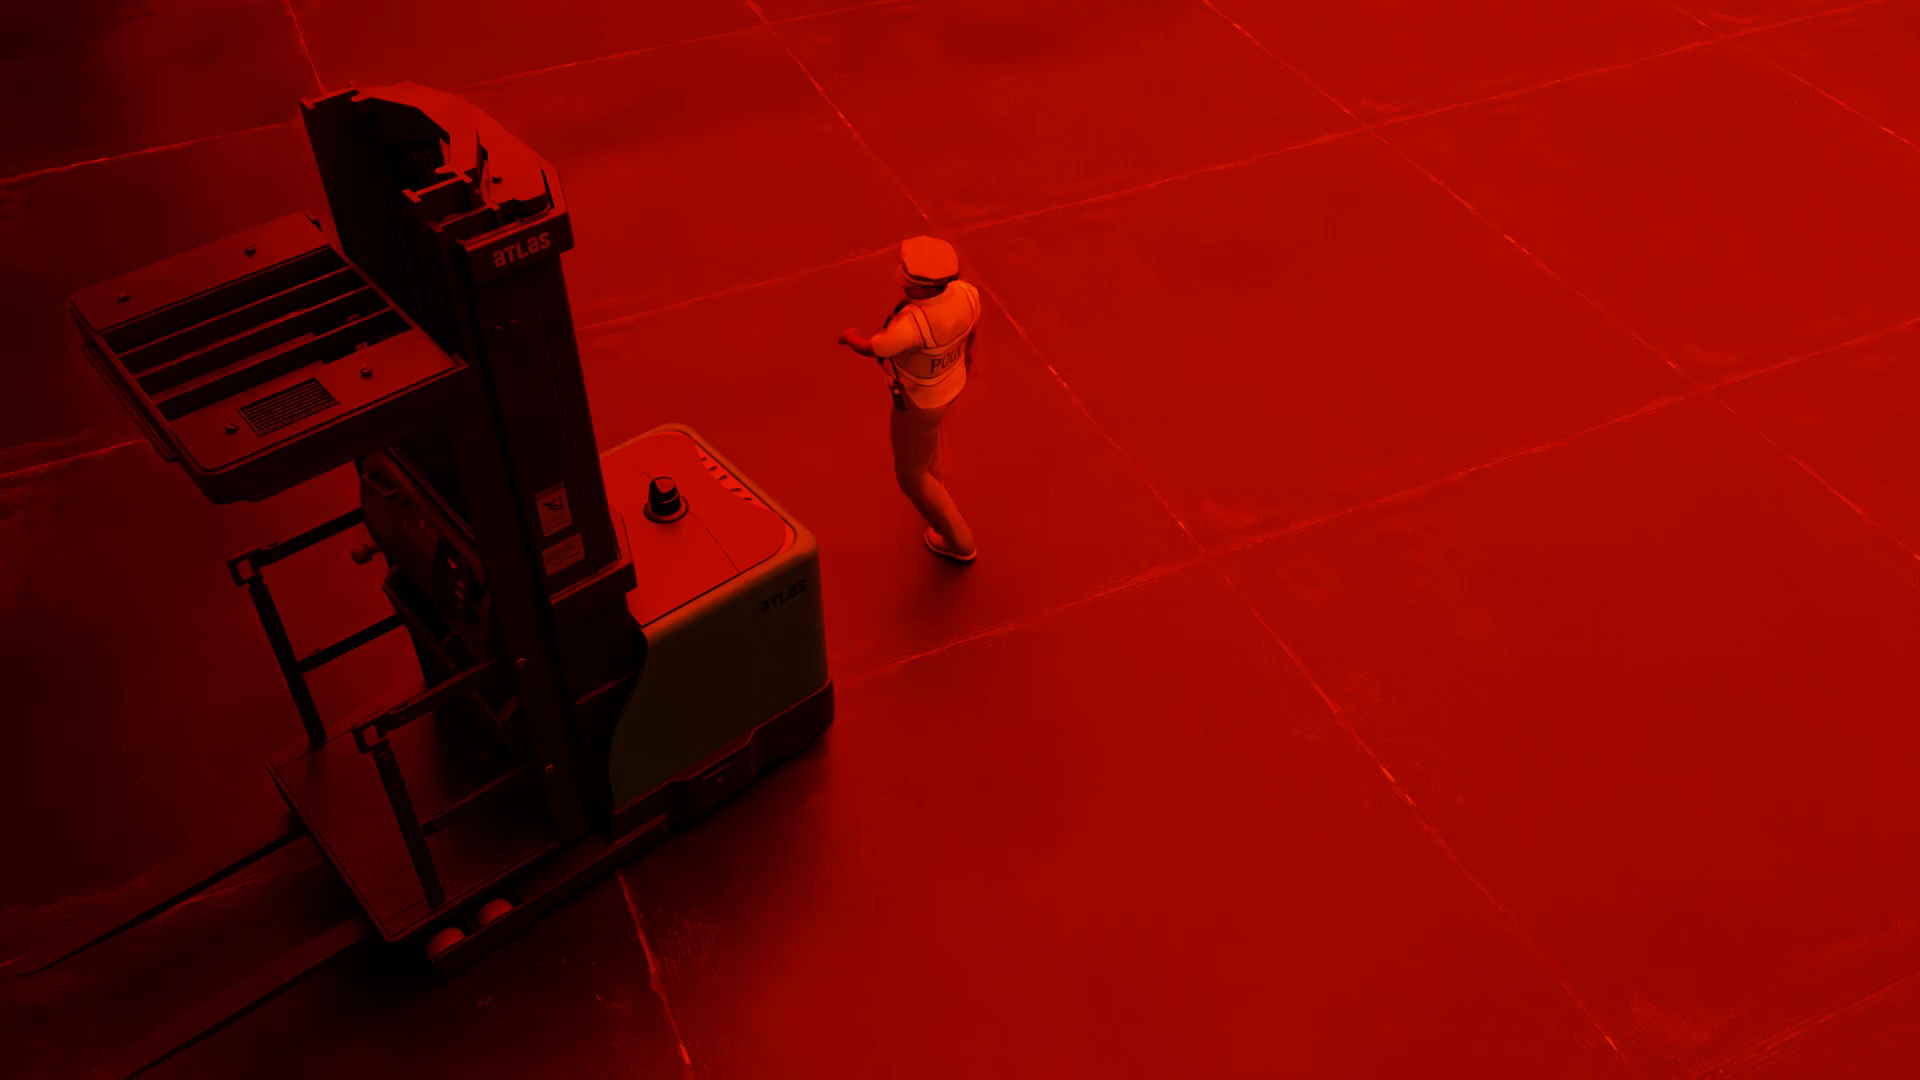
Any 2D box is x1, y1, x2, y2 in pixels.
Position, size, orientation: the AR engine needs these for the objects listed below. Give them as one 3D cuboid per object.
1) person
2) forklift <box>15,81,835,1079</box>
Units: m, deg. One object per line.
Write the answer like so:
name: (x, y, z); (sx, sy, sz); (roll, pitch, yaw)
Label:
person: (-0.168, -0.736, 7.462); (0.781, 1.583, 0.622); (21, 47, 21)
forklift: (-1.975, 0.107, 5.565); (3.031, 2.935, 1.130); (-30, 51, -28)
